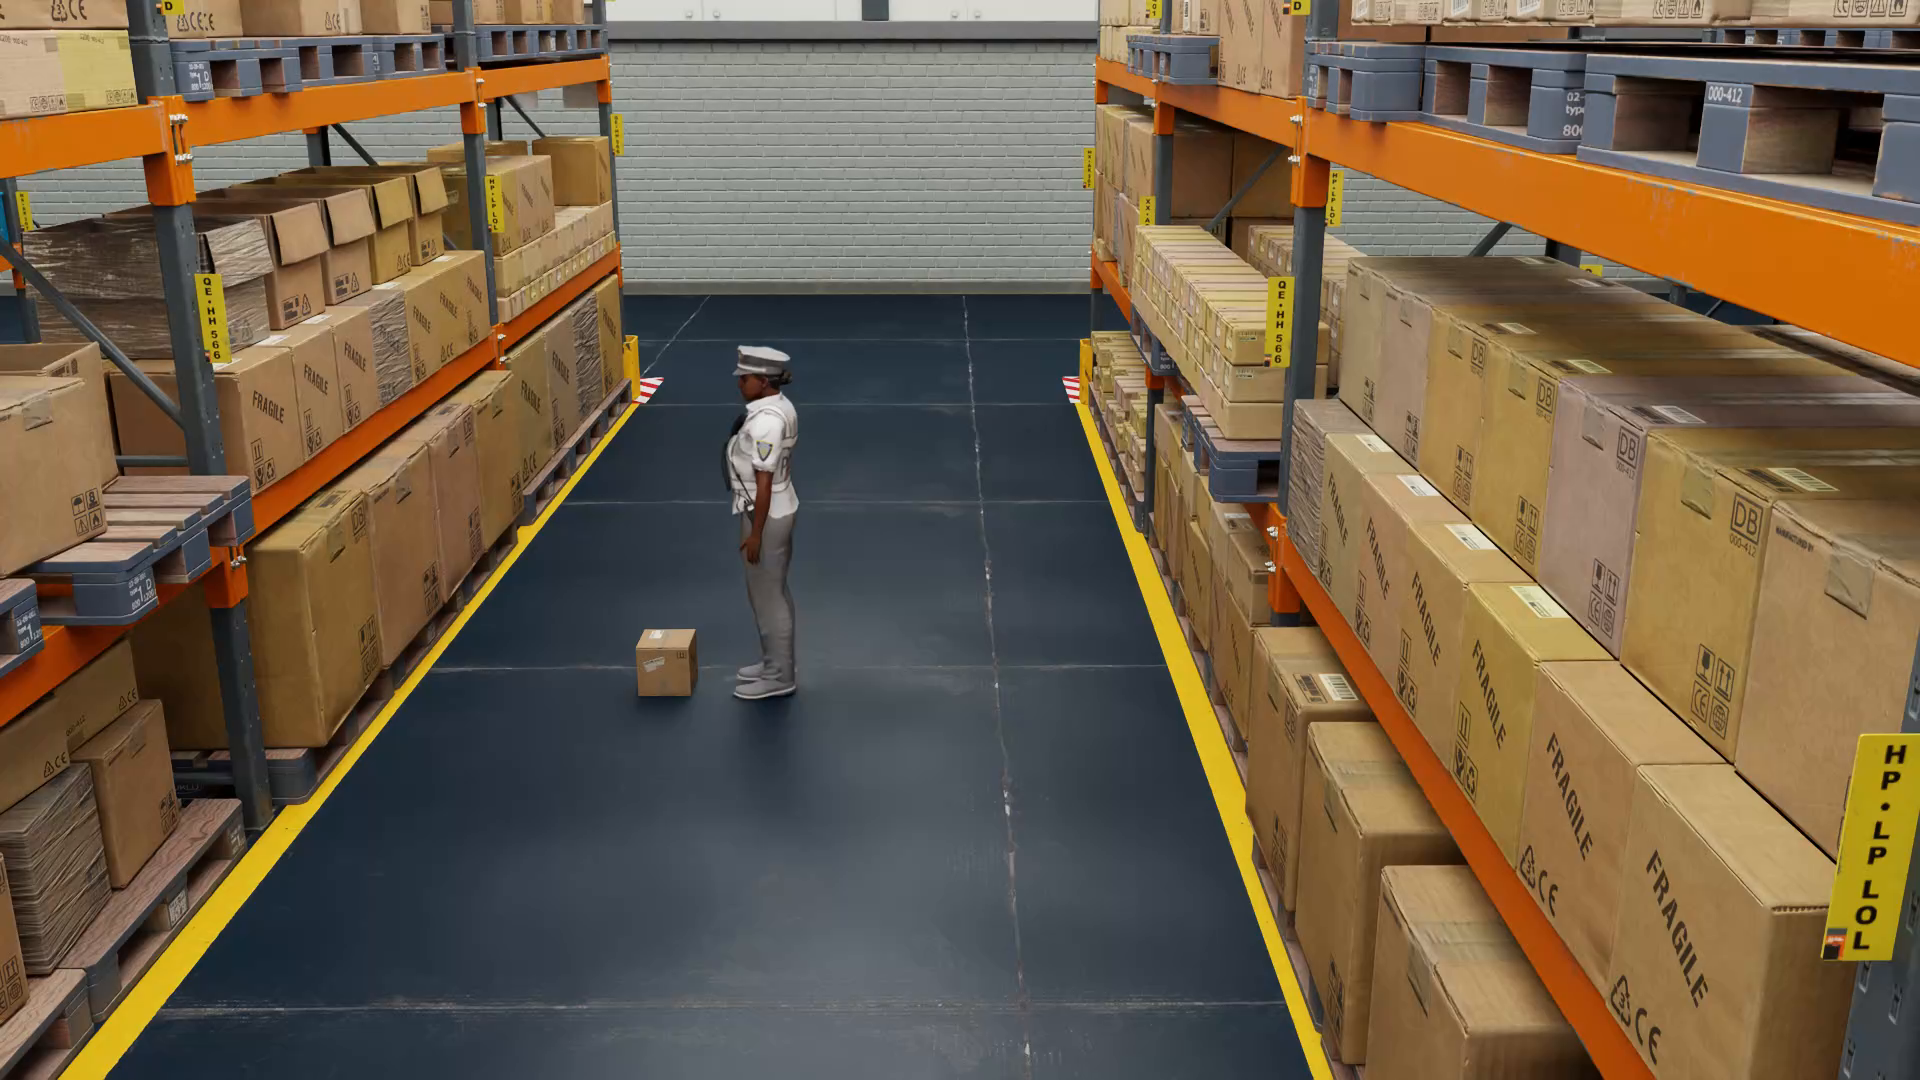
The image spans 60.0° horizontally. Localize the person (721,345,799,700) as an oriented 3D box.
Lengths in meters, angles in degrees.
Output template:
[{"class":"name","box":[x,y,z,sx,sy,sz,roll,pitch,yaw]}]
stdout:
[{"class":"person","box":[-0.924,-0.083,7.802,0.344,1.682,0.442,0,17,0]}]
